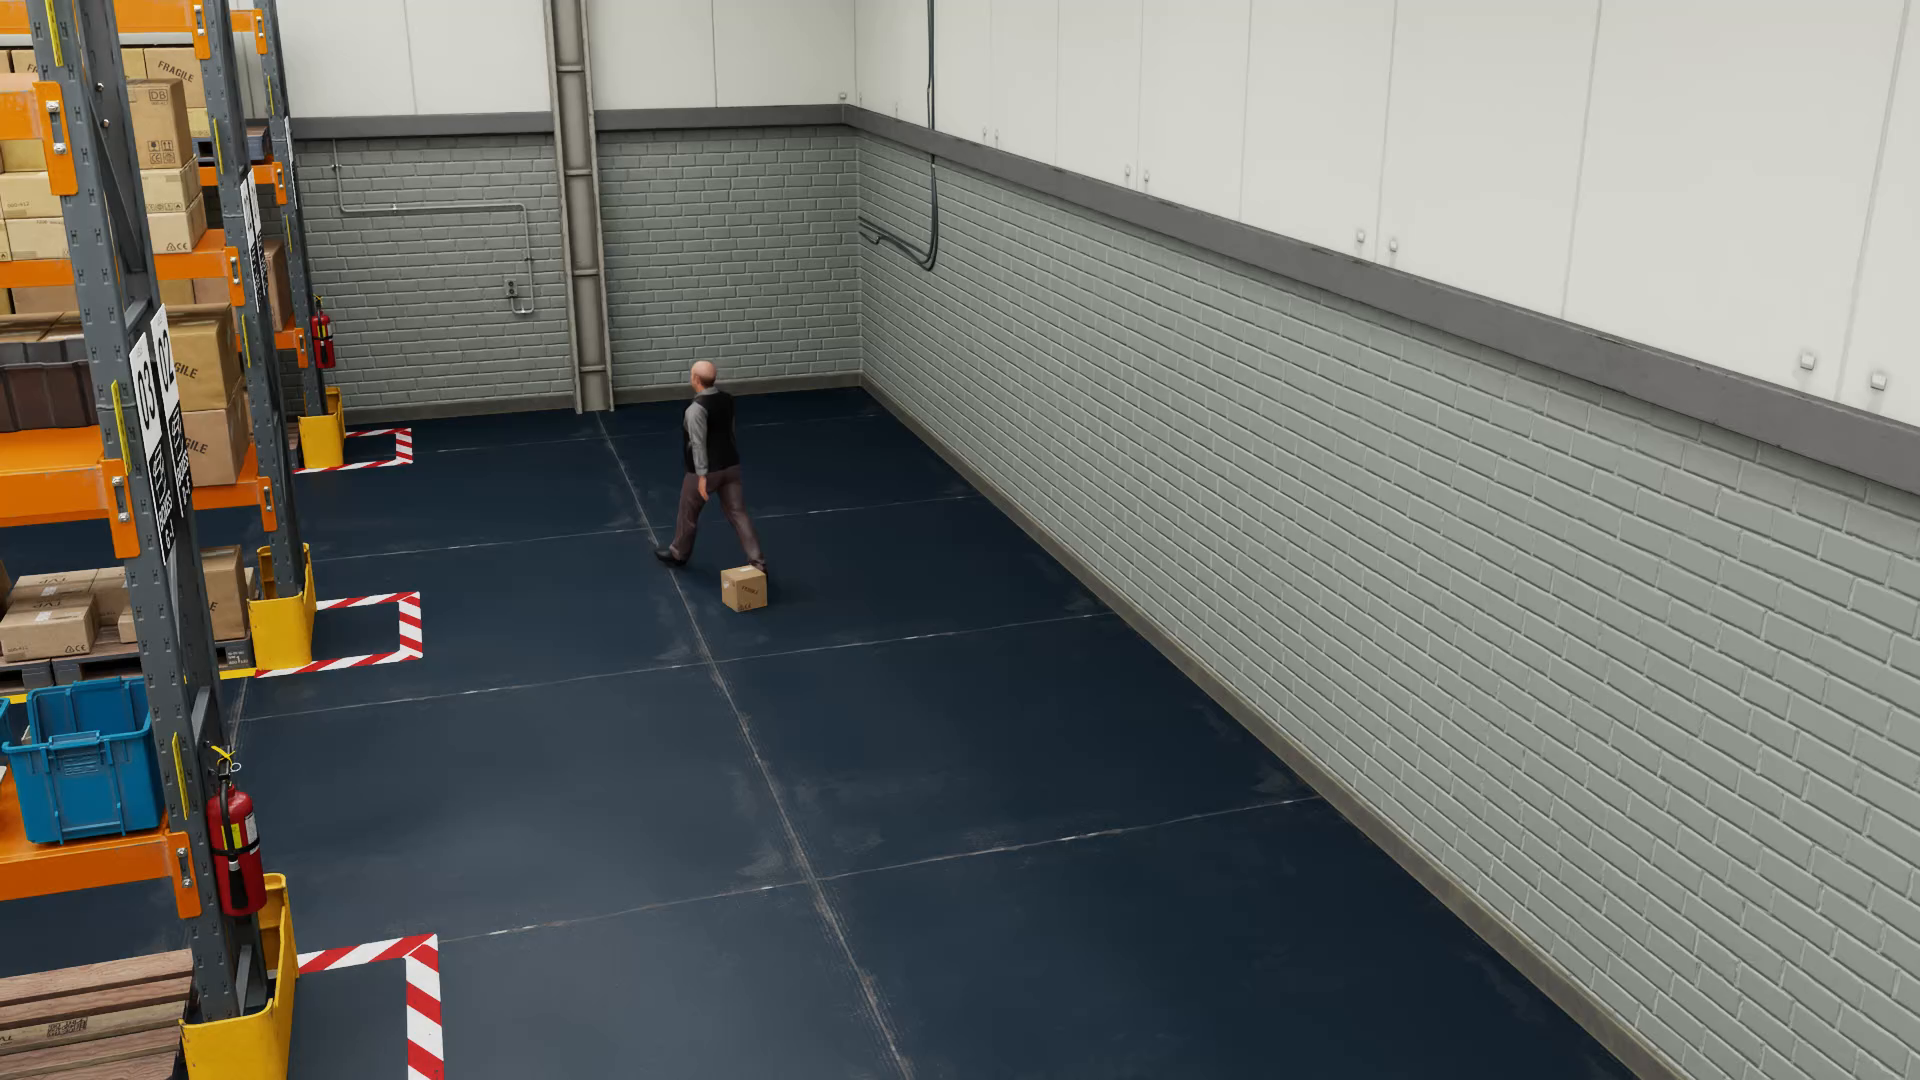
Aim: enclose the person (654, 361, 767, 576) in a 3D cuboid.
[{"bbox_3d":[-1.914,-0.555,12.718,1.069,1.660,0.543,15,24,36],"label":"person"}]
